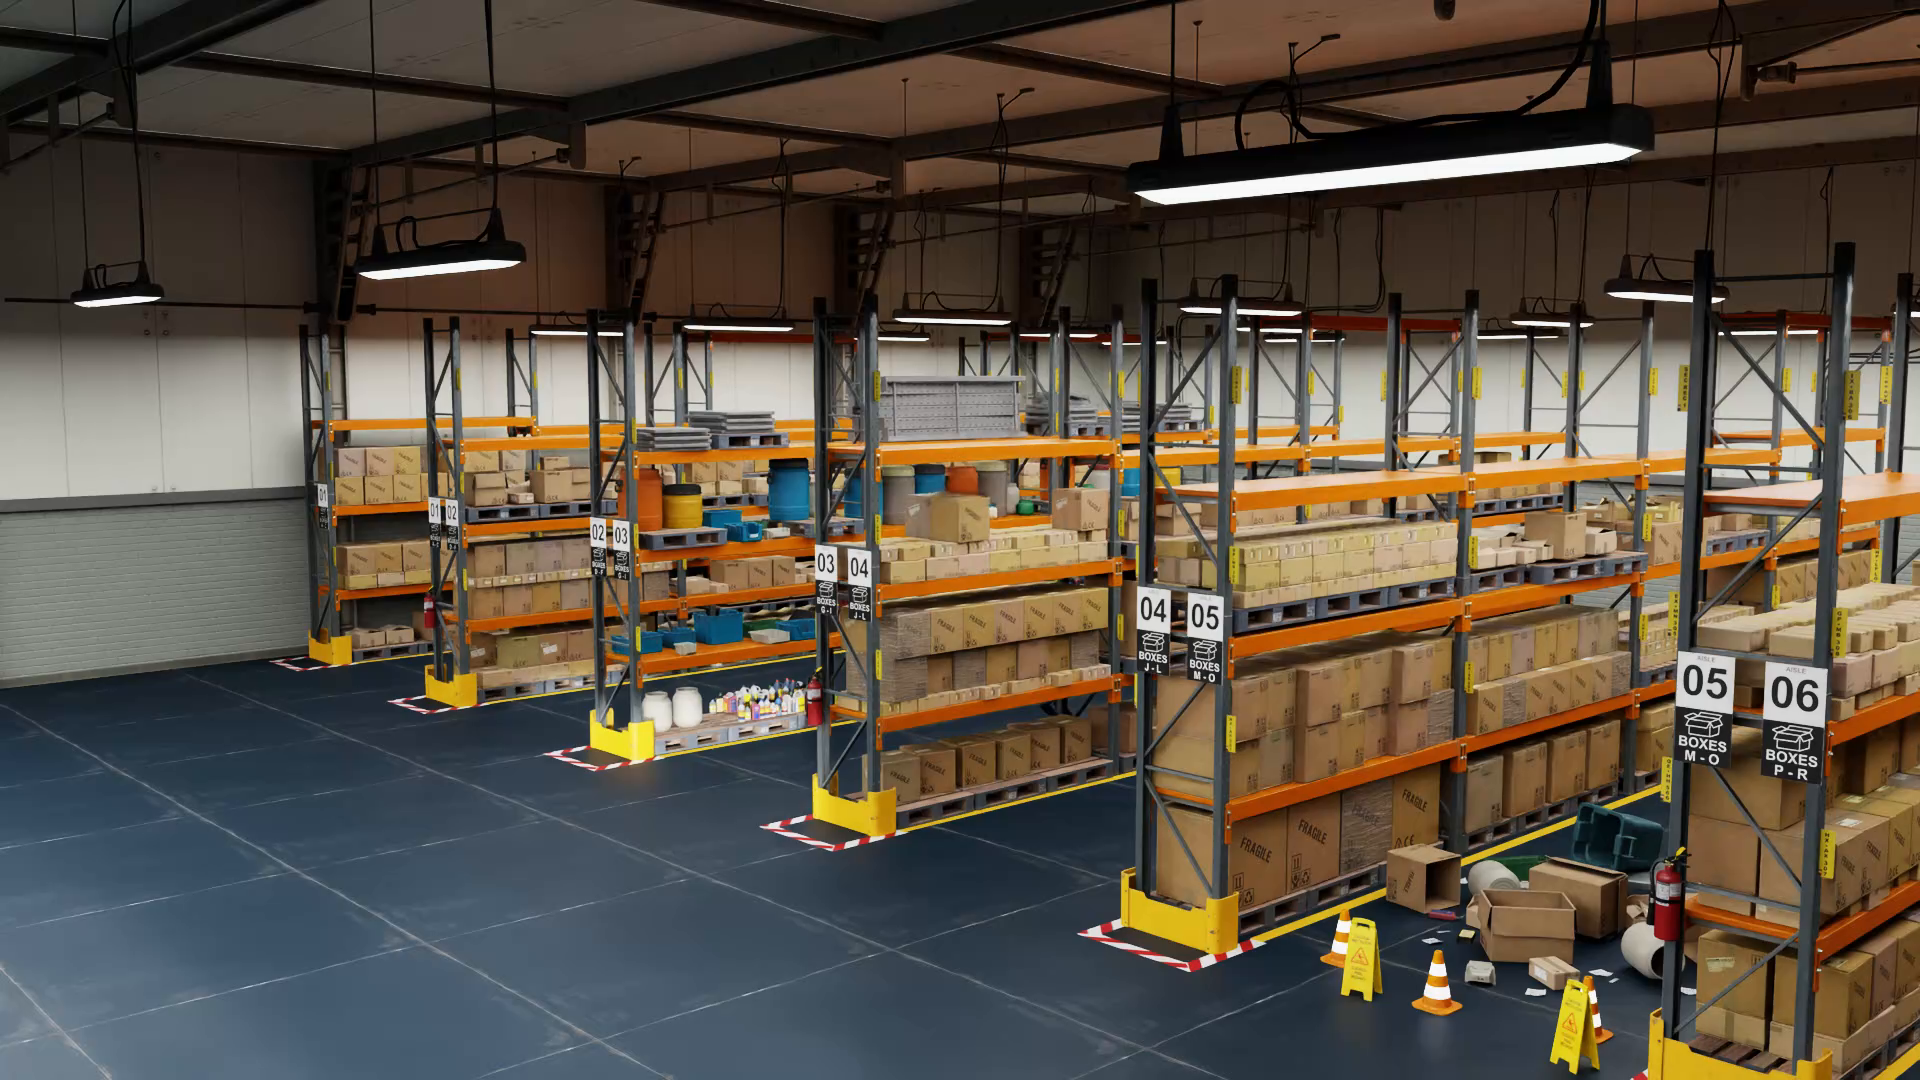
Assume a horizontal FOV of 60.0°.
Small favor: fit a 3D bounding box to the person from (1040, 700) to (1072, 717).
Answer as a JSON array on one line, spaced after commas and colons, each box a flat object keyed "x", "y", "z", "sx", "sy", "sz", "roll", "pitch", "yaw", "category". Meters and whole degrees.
[{"x": 1.360, "y": 2.032, "z": 23.397, "sx": 0.795, "sy": 1.518, "sz": 0.530, "roll": -4, "pitch": 7, "yaw": -32, "category": "person"}]

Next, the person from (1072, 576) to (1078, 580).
[{"x": 2.441, "y": 0.513, "z": 37.967, "sx": 0.649, "sy": 1.650, "sz": 0.513, "roll": -4, "pitch": 7, "yaw": -37, "category": "person"}]
